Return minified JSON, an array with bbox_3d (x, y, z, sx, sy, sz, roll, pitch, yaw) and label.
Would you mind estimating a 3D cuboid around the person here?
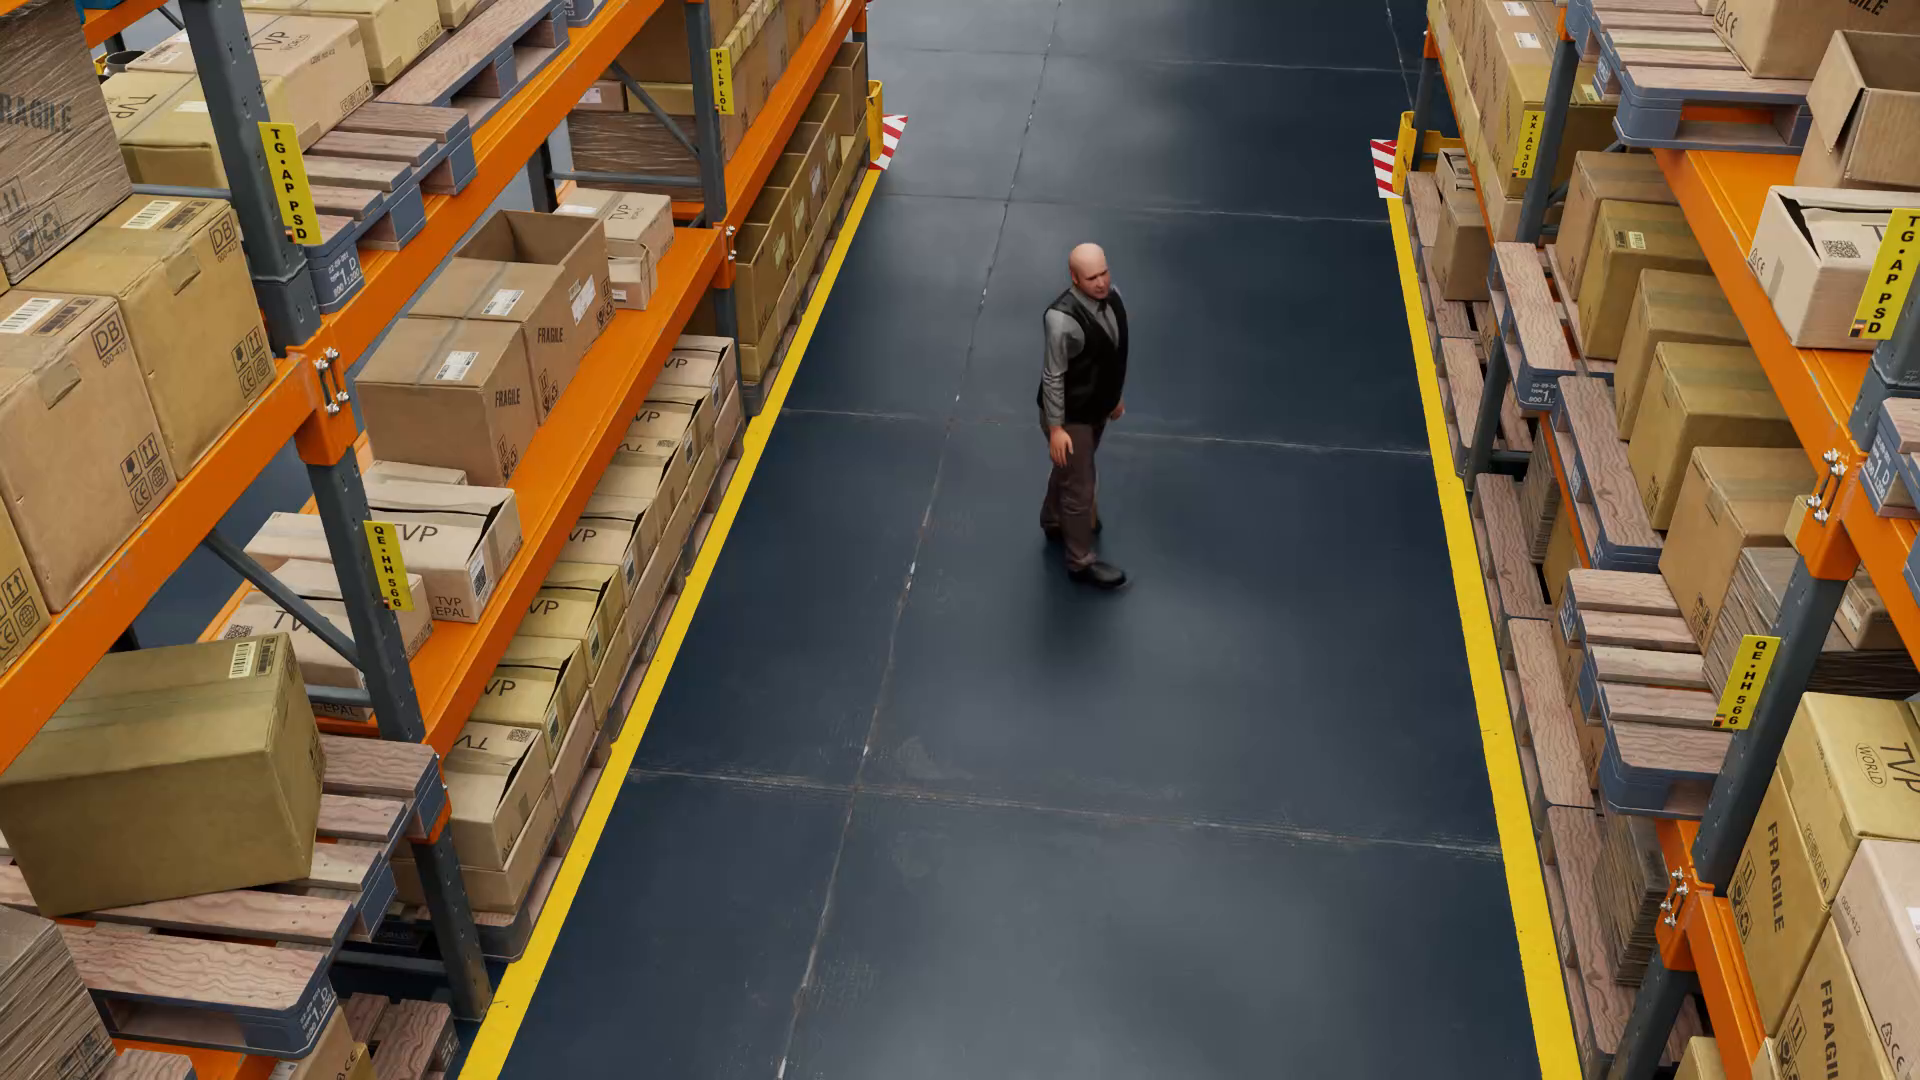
[{"bbox_3d":[0.613,-0.595,7.843,0.578,1.718,0.625,19,40,24],"label":"person"}]
